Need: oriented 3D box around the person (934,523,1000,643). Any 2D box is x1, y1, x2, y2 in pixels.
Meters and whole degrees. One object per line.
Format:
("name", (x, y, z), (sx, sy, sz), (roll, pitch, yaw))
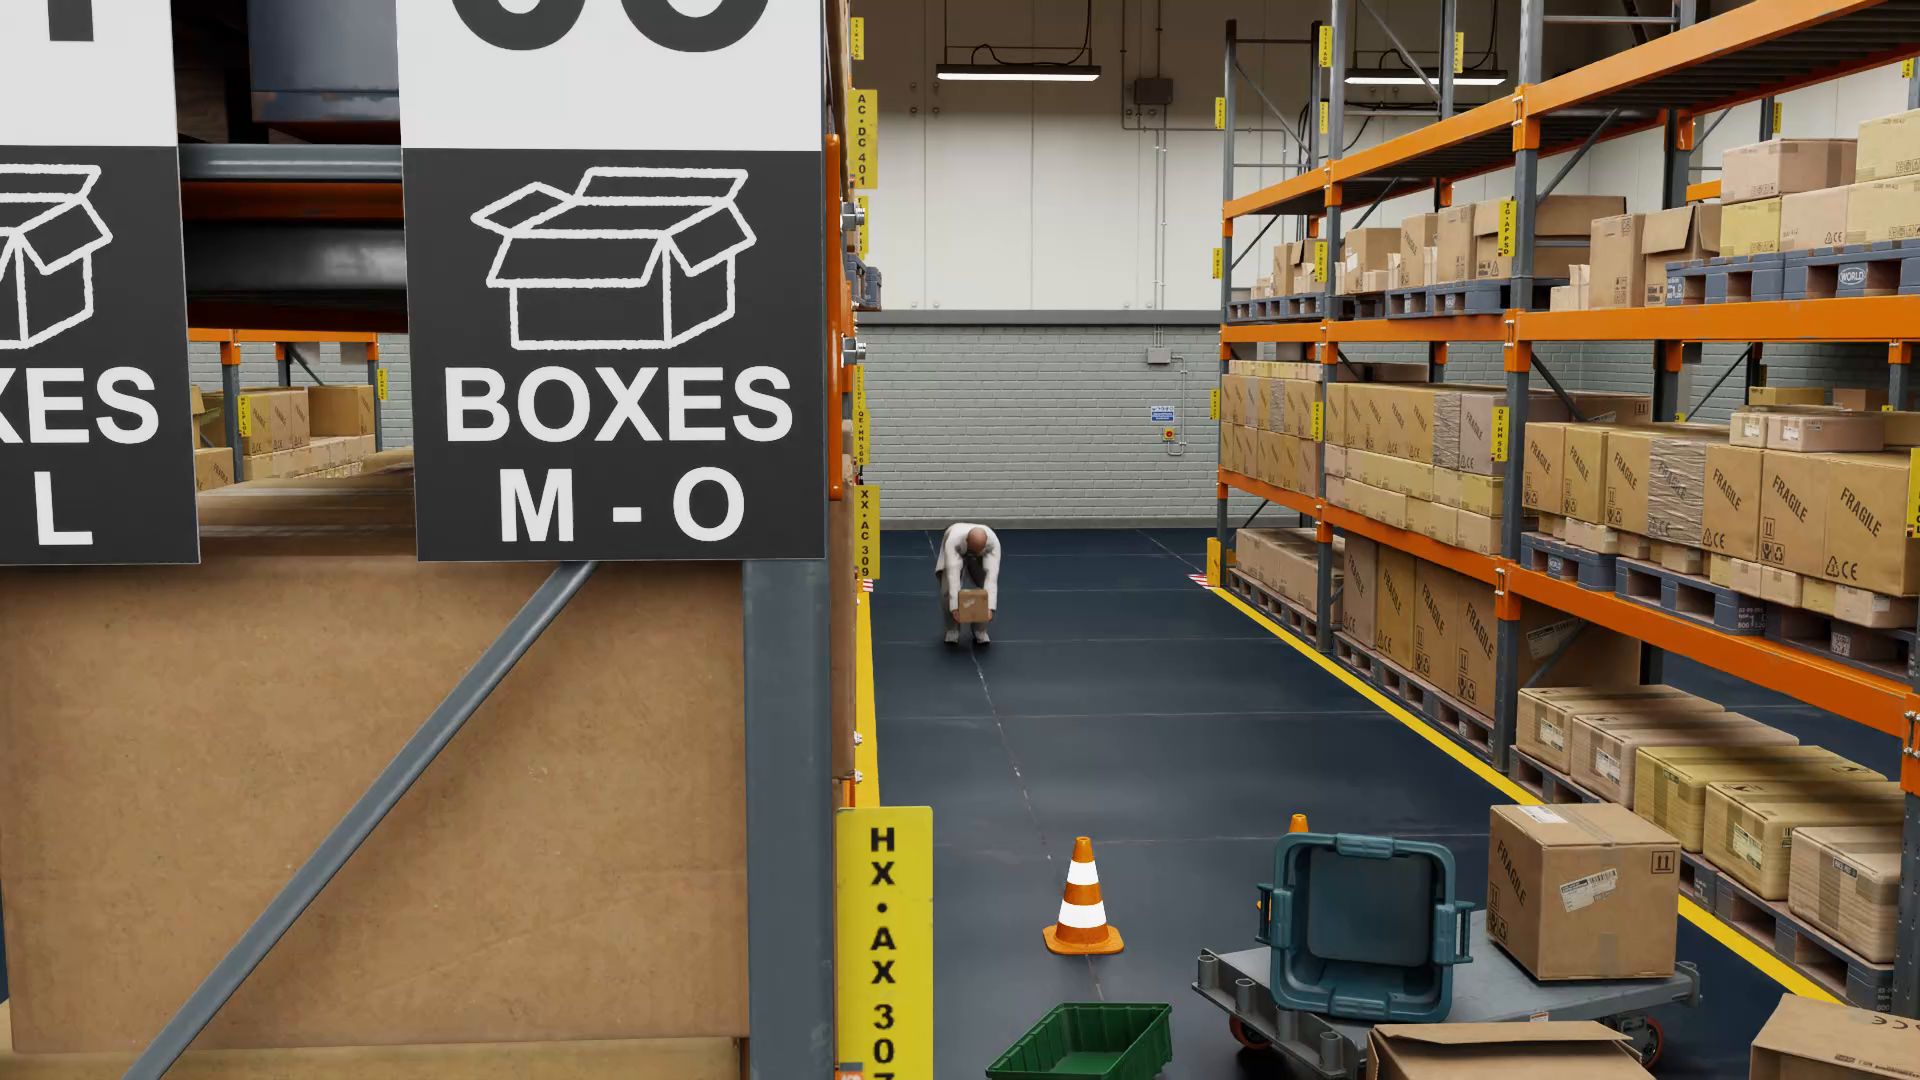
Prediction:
("person", (0.077, 0.379, 14.559), (0.582, 1.079, 0.941), (-1, 7, -7))
